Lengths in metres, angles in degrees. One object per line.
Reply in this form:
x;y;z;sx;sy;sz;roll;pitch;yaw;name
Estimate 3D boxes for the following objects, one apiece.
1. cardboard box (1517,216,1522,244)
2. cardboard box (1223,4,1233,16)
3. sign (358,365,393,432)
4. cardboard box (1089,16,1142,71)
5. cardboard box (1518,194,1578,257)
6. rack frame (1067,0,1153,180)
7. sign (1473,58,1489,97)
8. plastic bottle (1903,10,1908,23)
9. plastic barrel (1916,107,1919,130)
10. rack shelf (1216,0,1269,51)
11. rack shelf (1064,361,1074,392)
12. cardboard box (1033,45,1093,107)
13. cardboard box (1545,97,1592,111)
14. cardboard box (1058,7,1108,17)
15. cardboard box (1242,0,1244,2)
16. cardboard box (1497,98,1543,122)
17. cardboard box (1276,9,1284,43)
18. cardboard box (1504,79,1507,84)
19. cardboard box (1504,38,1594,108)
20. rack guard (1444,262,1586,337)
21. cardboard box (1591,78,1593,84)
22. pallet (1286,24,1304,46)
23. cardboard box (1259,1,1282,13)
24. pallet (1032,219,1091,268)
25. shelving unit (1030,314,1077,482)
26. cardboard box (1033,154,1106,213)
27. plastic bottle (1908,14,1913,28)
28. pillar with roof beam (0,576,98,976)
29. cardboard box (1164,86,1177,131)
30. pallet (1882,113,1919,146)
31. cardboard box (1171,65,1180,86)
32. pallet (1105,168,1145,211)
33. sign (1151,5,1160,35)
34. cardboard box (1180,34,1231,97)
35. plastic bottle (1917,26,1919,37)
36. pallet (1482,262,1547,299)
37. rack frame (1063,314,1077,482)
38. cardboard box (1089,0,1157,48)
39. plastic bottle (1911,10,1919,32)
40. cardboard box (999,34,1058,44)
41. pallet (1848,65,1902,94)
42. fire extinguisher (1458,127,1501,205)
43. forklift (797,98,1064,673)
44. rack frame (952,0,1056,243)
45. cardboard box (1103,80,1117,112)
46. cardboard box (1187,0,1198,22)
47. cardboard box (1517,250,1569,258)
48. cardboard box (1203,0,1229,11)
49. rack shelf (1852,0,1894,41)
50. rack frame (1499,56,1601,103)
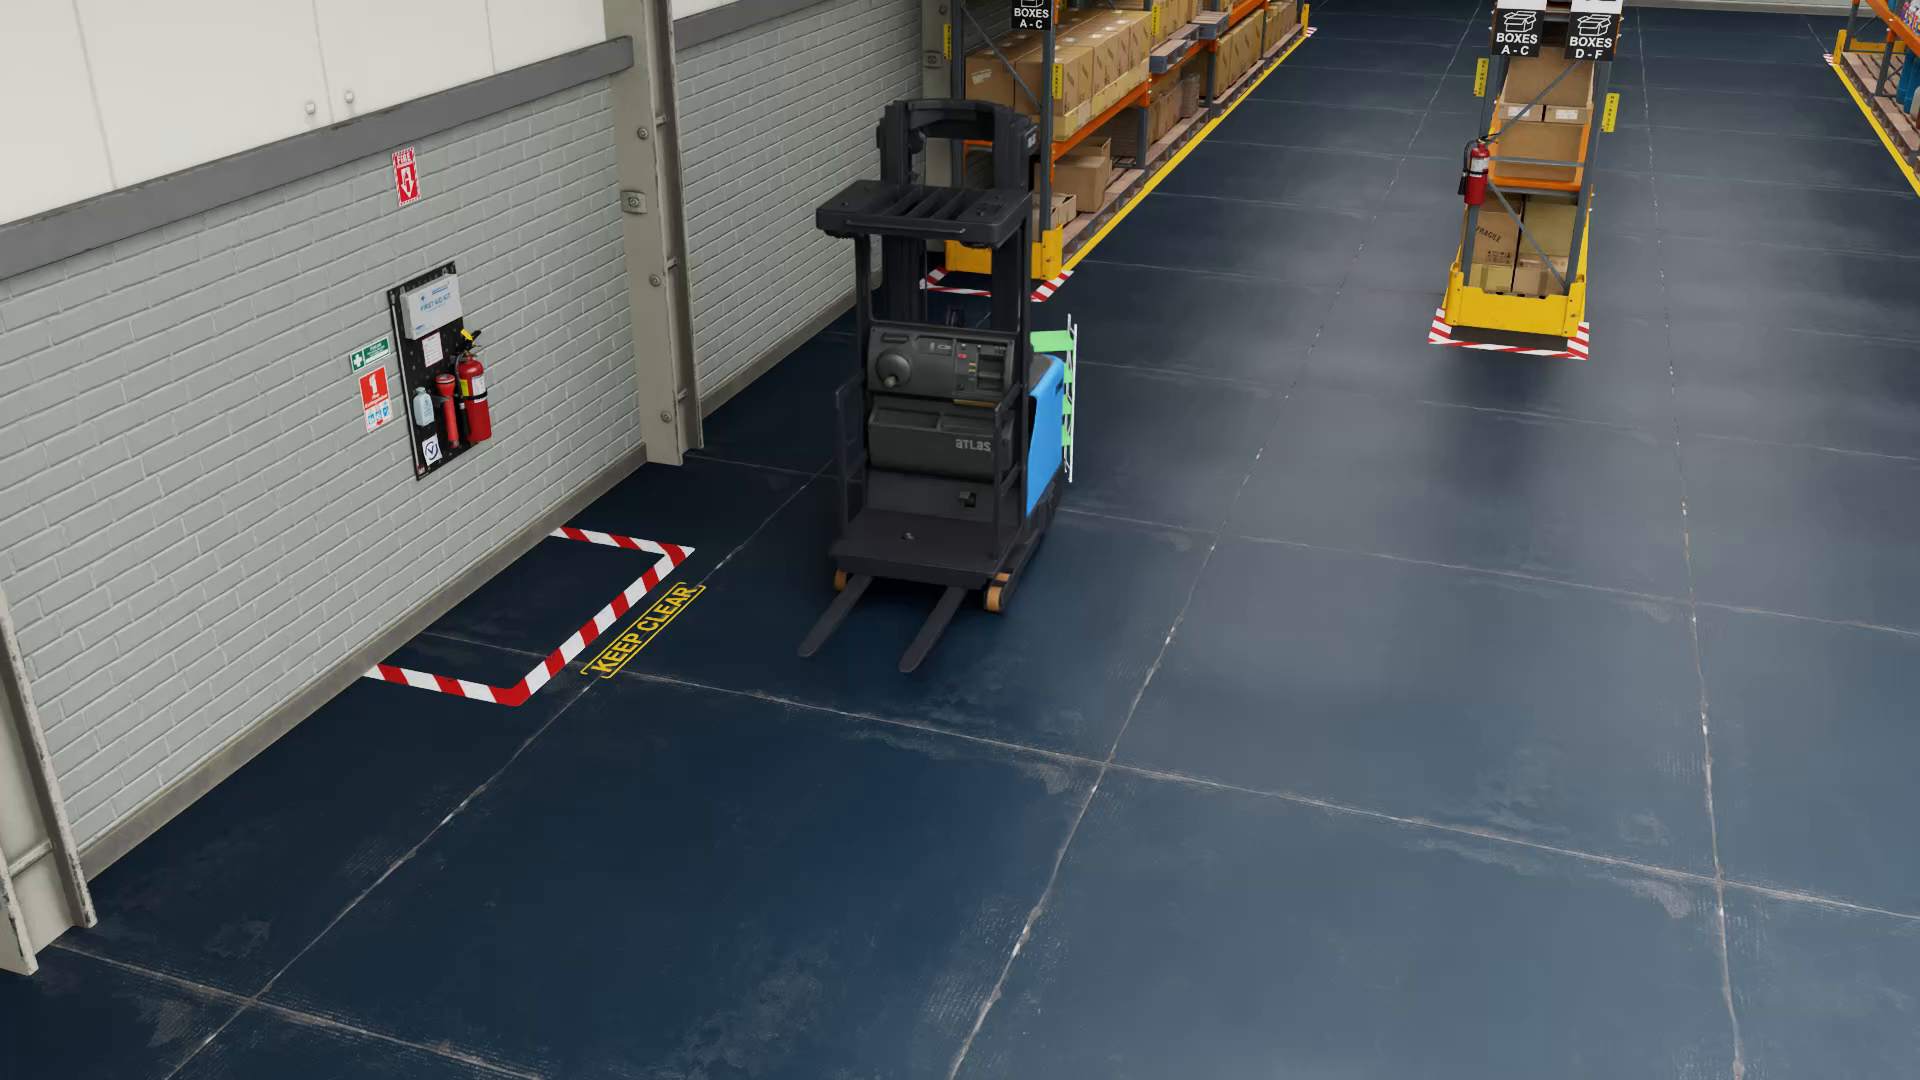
5.471;-3.175;17.039;0.500;0.250;0.500;9;27;17;cardboard box
3.661;-7.544;23.654;0.380;0.149;0.250;10;27;19;cardboard box
-3.308;-0.800;9.420;0.001;0.329;0.234;9;27;17;sign
1.715;-5.537;18.532;0.500;0.500;0.500;9;27;17;cardboard box
5.636;-3.025;15.869;0.500;0.500;0.500;9;27;17;cardboard box
1.742;-5.703;19.587;1.000;3.000;0.127;9;27;17;rack frame
4.576;-4.054;14.581;0.100;0.325;0.005;9;27;17;sign
13.156;-7.271;23.053;0.097;0.201;0.097;0;26;0;plastic bottle
12.938;-5.681;21.827;0.600;0.588;0.708;9;27;17;plastic barrel
3.738;-7.845;24.836;1.077;0.370;4.000;9;27;17;rack shelf
0.549;-1.156;11.855;0.480;0.148;0.258;-3;26;-7;rack shelf
1.027;-4.692;16.788;0.500;0.500;0.500;9;27;18;cardboard box
5.502;-3.918;15.041;0.380;0.149;0.250;8;27;16;cardboard box
1.388;-5.819;19.115;0.500;0.500;0.500;8;27;16;cardboard box
4.094;-8.191;24.990;0.380;0.149;0.250;8;27;16;cardboard box
5.031;-3.864;14.929;0.380;0.149;0.250;8;27;17;cardboard box
5.093;-8.764;28.294;0.700;0.500;0.500;9;27;19;cardboard box
5.374;-4.288;15.805;0.380;0.149;0.250;10;27;19;cardboard box
5.268;-4.183;14.844;0.700;0.500;0.500;9;27;18;cardboard box
5.075;-2.207;15.235;1.175;0.500;0.348;9;27;17;rack guard
5.843;-4.339;15.910;0.380;0.149;0.250;8;27;17;cardboard box
5.543;-9.039;29.677;1.003;0.211;1.213;9;27;17;pallet
5.209;-8.968;27.972;0.380;0.149;0.250;8;27;16;cardboard box
0.740;-3.164;17.543;1.003;0.211;1.213;9;27;17;pallet
0.548;-0.998;11.932;0.503;1.200;0.258;-3;26;-7;shelving unit
1.207;-3.932;18.292;0.700;0.500;0.500;7;27;14;cardboard box
13.014;-7.095;22.691;0.097;0.201;0.097;0;26;0;plastic bottle
-0.106;-1.617;4.263;9.100;9.000;0.400;9;27;17;pillar with roof beam
2.463;-5.713;21.971;0.700;0.500;0.500;9;27;17;cardboard box
13.046;-5.485;22.336;1.003;0.211;1.213;9;27;17;pallet
2.633;-6.229;22.175;0.500;0.250;0.500;9;27;18;cardboard box
1.551;-4.167;19.614;1.003;0.211;1.213;9;27;17;pallet
2.256;-6.017;19.242;0.100;0.325;0.005;9;27;17;sign
3.441;-6.851;23.943;0.750;0.750;0.750;8;27;17;cardboard box
12.751;-6.801;22.003;0.097;0.271;0.097;0;26;0;plastic bottle
5.298;-2.408;15.980;1.003;0.211;1.213;9;27;17;pallet
0.790;-1.012;11.962;0.015;1.200;0.240;-3;26;-7;rack frame
1.943;-6.150;19.891;0.700;0.500;0.500;9;27;18;cardboard box
12.925;-6.983;22.372;0.152;0.276;0.135;9;27;17;plastic bottle
0.712;-4.981;17.385;0.500;0.500;0.500;8;27;16;cardboard box
14.359;-7.110;25.692;1.003;0.211;1.213;9;27;17;pallet
4.606;-3.326;14.767;0.296;0.674;0.183;9;27;17;fire extinguisher
-0.177;-1.059;10.073;1.130;2.935;3.031;7;27;15;forklift
0.411;-4.059;16.192;1.000;3.000;0.127;9;27;17;rack frame
1.377;-4.787;17.843;0.500;0.250;0.500;9;27;18;cardboard box
2.765;-7.162;21.980;0.700;0.500;0.500;6;27;13;cardboard box
5.634;-2.688;16.033;0.500;0.250;0.500;9;27;17;cardboard box
3.476;-7.697;23.226;0.500;0.500;0.500;10;27;19;cardboard box
14.412;-8.052;25.264;1.077;0.370;4.000;9;27;17;rack shelf
6.414;-4.986;18.106;1.000;3.000;0.127;9;27;17;rack frame
